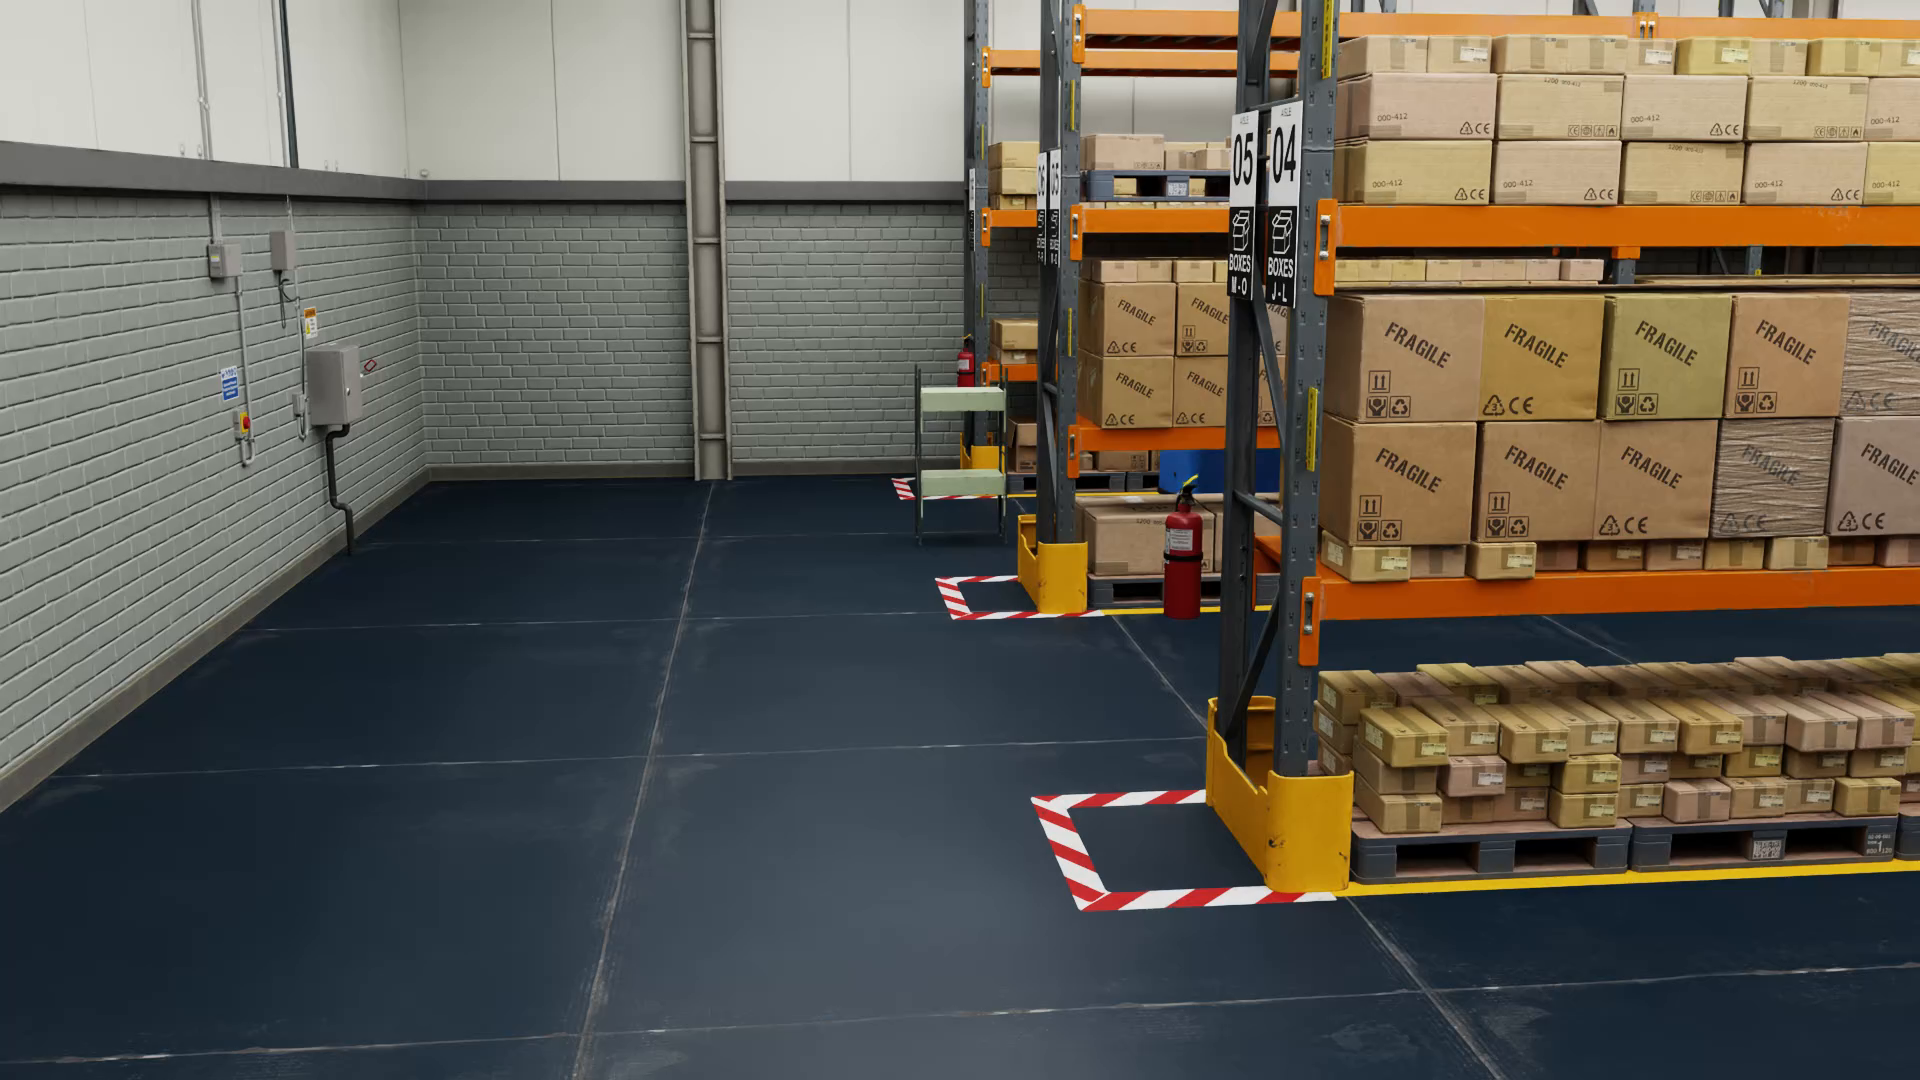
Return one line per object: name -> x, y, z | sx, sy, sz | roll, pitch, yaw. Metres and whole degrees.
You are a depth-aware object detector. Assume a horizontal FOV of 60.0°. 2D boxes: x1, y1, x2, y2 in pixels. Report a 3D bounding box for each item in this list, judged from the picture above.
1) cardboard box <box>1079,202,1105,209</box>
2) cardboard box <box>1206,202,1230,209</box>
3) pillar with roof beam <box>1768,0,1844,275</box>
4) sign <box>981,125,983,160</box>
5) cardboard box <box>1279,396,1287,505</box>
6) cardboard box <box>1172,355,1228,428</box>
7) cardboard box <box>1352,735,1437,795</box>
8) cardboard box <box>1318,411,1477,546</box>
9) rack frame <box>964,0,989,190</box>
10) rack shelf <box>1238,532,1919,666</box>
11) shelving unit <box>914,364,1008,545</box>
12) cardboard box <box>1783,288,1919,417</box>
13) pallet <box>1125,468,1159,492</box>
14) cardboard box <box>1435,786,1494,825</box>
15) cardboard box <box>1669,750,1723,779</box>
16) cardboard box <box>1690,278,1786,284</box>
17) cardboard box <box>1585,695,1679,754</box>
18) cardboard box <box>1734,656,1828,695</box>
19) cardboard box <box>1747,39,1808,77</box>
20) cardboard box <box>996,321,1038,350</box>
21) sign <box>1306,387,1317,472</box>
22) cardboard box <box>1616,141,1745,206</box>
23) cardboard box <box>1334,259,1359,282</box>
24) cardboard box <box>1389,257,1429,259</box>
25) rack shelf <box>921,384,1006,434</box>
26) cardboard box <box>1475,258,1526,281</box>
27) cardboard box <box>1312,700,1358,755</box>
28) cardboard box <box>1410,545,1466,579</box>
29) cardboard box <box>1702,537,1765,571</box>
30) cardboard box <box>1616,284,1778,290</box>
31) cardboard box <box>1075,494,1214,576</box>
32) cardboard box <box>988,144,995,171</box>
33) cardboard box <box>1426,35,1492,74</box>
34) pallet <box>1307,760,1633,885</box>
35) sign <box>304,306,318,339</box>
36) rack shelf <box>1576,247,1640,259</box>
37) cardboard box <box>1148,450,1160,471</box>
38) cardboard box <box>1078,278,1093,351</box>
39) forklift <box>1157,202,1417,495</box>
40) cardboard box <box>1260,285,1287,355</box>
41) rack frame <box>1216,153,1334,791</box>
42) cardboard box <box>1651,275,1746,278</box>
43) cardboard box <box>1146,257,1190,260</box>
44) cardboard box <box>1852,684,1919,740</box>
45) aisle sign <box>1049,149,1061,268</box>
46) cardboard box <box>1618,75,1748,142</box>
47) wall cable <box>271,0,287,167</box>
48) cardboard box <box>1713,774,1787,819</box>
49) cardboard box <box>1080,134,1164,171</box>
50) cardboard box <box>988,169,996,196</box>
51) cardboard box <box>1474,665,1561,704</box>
cardboard box -> 1.271, -3.325, 16.380 | 0.250, 0.149, 0.380 | -1, 11, -5
cardboard box -> 2.531, -3.365, 16.583 | 0.250, 0.149, 0.380 | -1, 11, -5
pillar with roof beam -> 9.772, -4.501, 13.935 | 0.400, 9.000, 9.100 | -1, 11, -6
sign -> 0.214, -3.813, 15.945 | 0.005, 0.325, 0.100 | -1, 11, -6
cardboard box -> 1.749, -0.371, 7.449 | 0.500, 0.500, 0.500 | -1, 11, -5
cardboard box -> 1.703, -1.084, 11.848 | 0.500, 0.500, 0.500 | -1, 11, -7
cardboard box -> 1.878, 0.968, 7.199 | 0.250, 0.149, 0.380 | -1, 11, -4
cardboard box -> 1.806, -0.269, 6.928 | 0.500, 0.500, 0.500 | -1, 11, -3
rack frame -> 0.155, -4.960, 16.269 | 0.127, 3.000, 1.000 | -1, 11, -6
rack shelf -> 3.318, 0.194, 7.470 | 4.000, 0.370, 1.077 | -1, 11, -6
shelving unit -> 0.007, -0.736, 14.224 | 0.755, 1.500, 0.431 | -1, 11, -6
cardboard box -> 3.845, -0.805, 7.063 | 0.500, 0.500, 0.500 | -1, 11, -5
pallet -> 2.233, -0.691, 17.336 | 1.213, 0.211, 1.003 | -1, 11, -6
cardboard box -> 2.137, 1.105, 7.274 | 0.250, 0.149, 0.380 | -1, 11, -6
cardboard box -> 3.176, 0.929, 7.397 | 0.250, 0.149, 0.380 | -1, 11, -3
cardboard box -> 5.643, -1.657, 12.171 | 0.500, 0.500, 0.500 | -1, 11, -6
cardboard box -> 2.927, 0.803, 7.265 | 0.250, 0.149, 0.380 | -1, 11, -4
cardboard box -> 3.896, 0.676, 7.911 | 0.250, 0.149, 0.380 | -1, 11, -5
cardboard box -> 3.224, -1.946, 6.775 | 0.250, 0.149, 0.380 | -1, 11, -4
cardboard box -> 0.635, -2.046, 16.619 | 0.500, 0.250, 0.500 | -1, 11, -6
sign -> 1.389, -0.438, 6.575 | 0.005, 0.325, 0.100 | -1, 11, -6
cardboard box -> 2.838, -1.499, 6.830 | 0.500, 0.250, 0.500 | -2, 11, -8
cardboard box -> 2.624, -1.901, 11.728 | 0.250, 0.149, 0.380 | -1, 11, -7
cardboard box -> 3.306, -2.034, 12.404 | 0.250, 0.149, 0.380 | -2, 11, -8
rack shelf -> 0.007, -1.119, 14.149 | 0.720, 0.370, 0.431 | -1, 11, -6
cardboard box -> 3.877, -1.950, 11.979 | 0.250, 0.149, 0.380 | -1, 11, -6
cardboard box -> 1.824, 0.864, 7.728 | 0.250, 0.149, 0.380 | -2, 11, -8
cardboard box -> 1.936, 0.049, 6.994 | 0.250, 0.149, 0.380 | -1, 11, -4
cardboard box -> 3.233, 0.020, 7.142 | 0.250, 0.149, 0.380 | -1, 11, -4
cardboard box -> 3.303, -0.895, 7.521 | 0.500, 0.500, 0.500 | -2, 11, -8
cardboard box -> 1.340, -0.046, 12.380 | 0.875, 0.438, 0.875 | -2, 11, -8
cardboard box -> 0.567, -3.869, 16.815 | 0.500, 0.250, 0.500 | -2, 11, -8
cardboard box -> 1.932, -1.921, 6.648 | 0.250, 0.149, 0.380 | -1, 11, -4
pallet -> 2.217, 1.239, 7.517 | 1.213, 0.211, 1.003 | -1, 11, -6
sign -> -5.190, -1.739, 13.295 | 0.001, 0.242, 0.339 | -1, 11, -6
rack shelf -> 6.660, -2.308, 12.422 | 4.000, 0.370, 1.077 | -1, 11, -6
cardboard box -> 2.164, -0.993, 17.032 | 0.500, 0.500, 0.500 | -1, 11, -5
cardboard box -> 1.148, -1.660, 12.183 | 0.500, 0.500, 0.500 | -1, 11, -4
forklift -> 3.379, -1.594, 14.880 | 3.031, 2.935, 1.130 | -2, 11, -10
cardboard box -> 2.226, -1.584, 11.797 | 0.500, 0.500, 0.500 | -1, 11, -7
rack frame -> 1.330, -0.117, 7.188 | 0.127, 3.000, 1.000 | -1, 11, -6
cardboard box -> 5.602, -1.757, 12.678 | 0.500, 0.500, 0.500 | -1, 11, -5
cardboard box -> 1.527, -2.000, 12.231 | 0.250, 0.149, 0.380 | -1, 11, -7
cardboard box -> 4.218, 0.768, 7.447 | 0.250, 0.149, 0.380 | -1, 11, -4
aisle sign -> 0.654, -2.283, 11.465 | 0.004, 0.787, 0.394 | -1, 11, -6
cardboard box -> 2.817, -1.739, 6.756 | 0.500, 0.250, 0.500 | -1, 11, -5
wall cable -> -5.008, -3.980, 11.284 | 0.029, 3.000, 2.355 | -1, 11, -6
cardboard box -> 3.422, 1.091, 7.343 | 0.250, 0.149, 0.380 | -1, 11, -6
cardboard box -> 1.132, -2.744, 11.817 | 0.500, 0.250, 0.500 | -2, 11, -11
cardboard box -> 0.568, -3.622, 16.857 | 0.500, 0.250, 0.500 | -1, 11, -7
cardboard box -> 2.593, 0.707, 7.756 | 0.250, 0.149, 0.380 | -2, 11, -8
